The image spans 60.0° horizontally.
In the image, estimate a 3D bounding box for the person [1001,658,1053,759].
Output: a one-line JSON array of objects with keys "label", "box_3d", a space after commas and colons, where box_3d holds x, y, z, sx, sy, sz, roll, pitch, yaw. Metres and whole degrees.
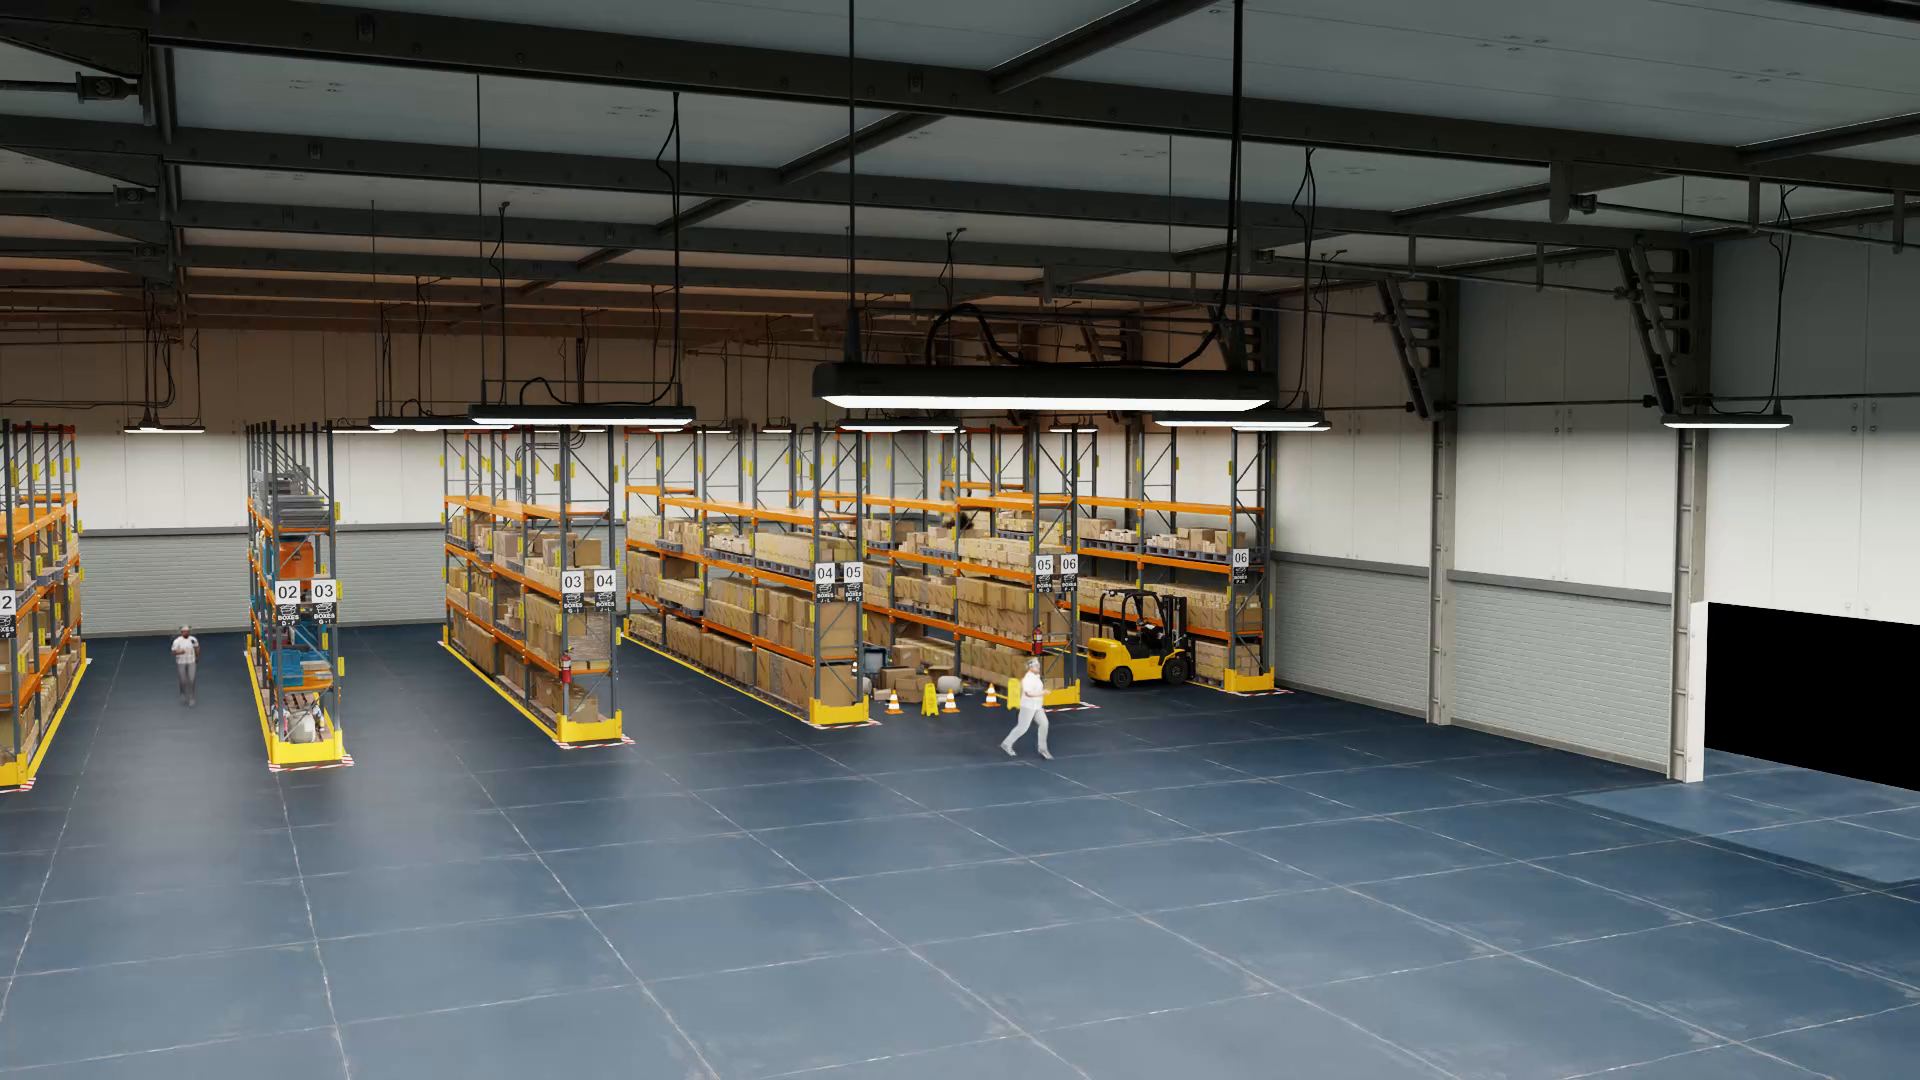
[{"label": "person", "box_3d": [1.219, 2.992, 29.591, 0.930, 1.839, 0.672, 2, 4, 24]}]

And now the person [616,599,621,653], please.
[{"label": "person", "box_3d": [-9.308, 2.138, 44.200, 0.589, 1.675, 0.937, -1, 4, -21]}]

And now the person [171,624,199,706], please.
[{"label": "person", "box_3d": [-16.444, 2.635, 35.347, 0.575, 1.691, 0.909, -2, 4, -31]}]
